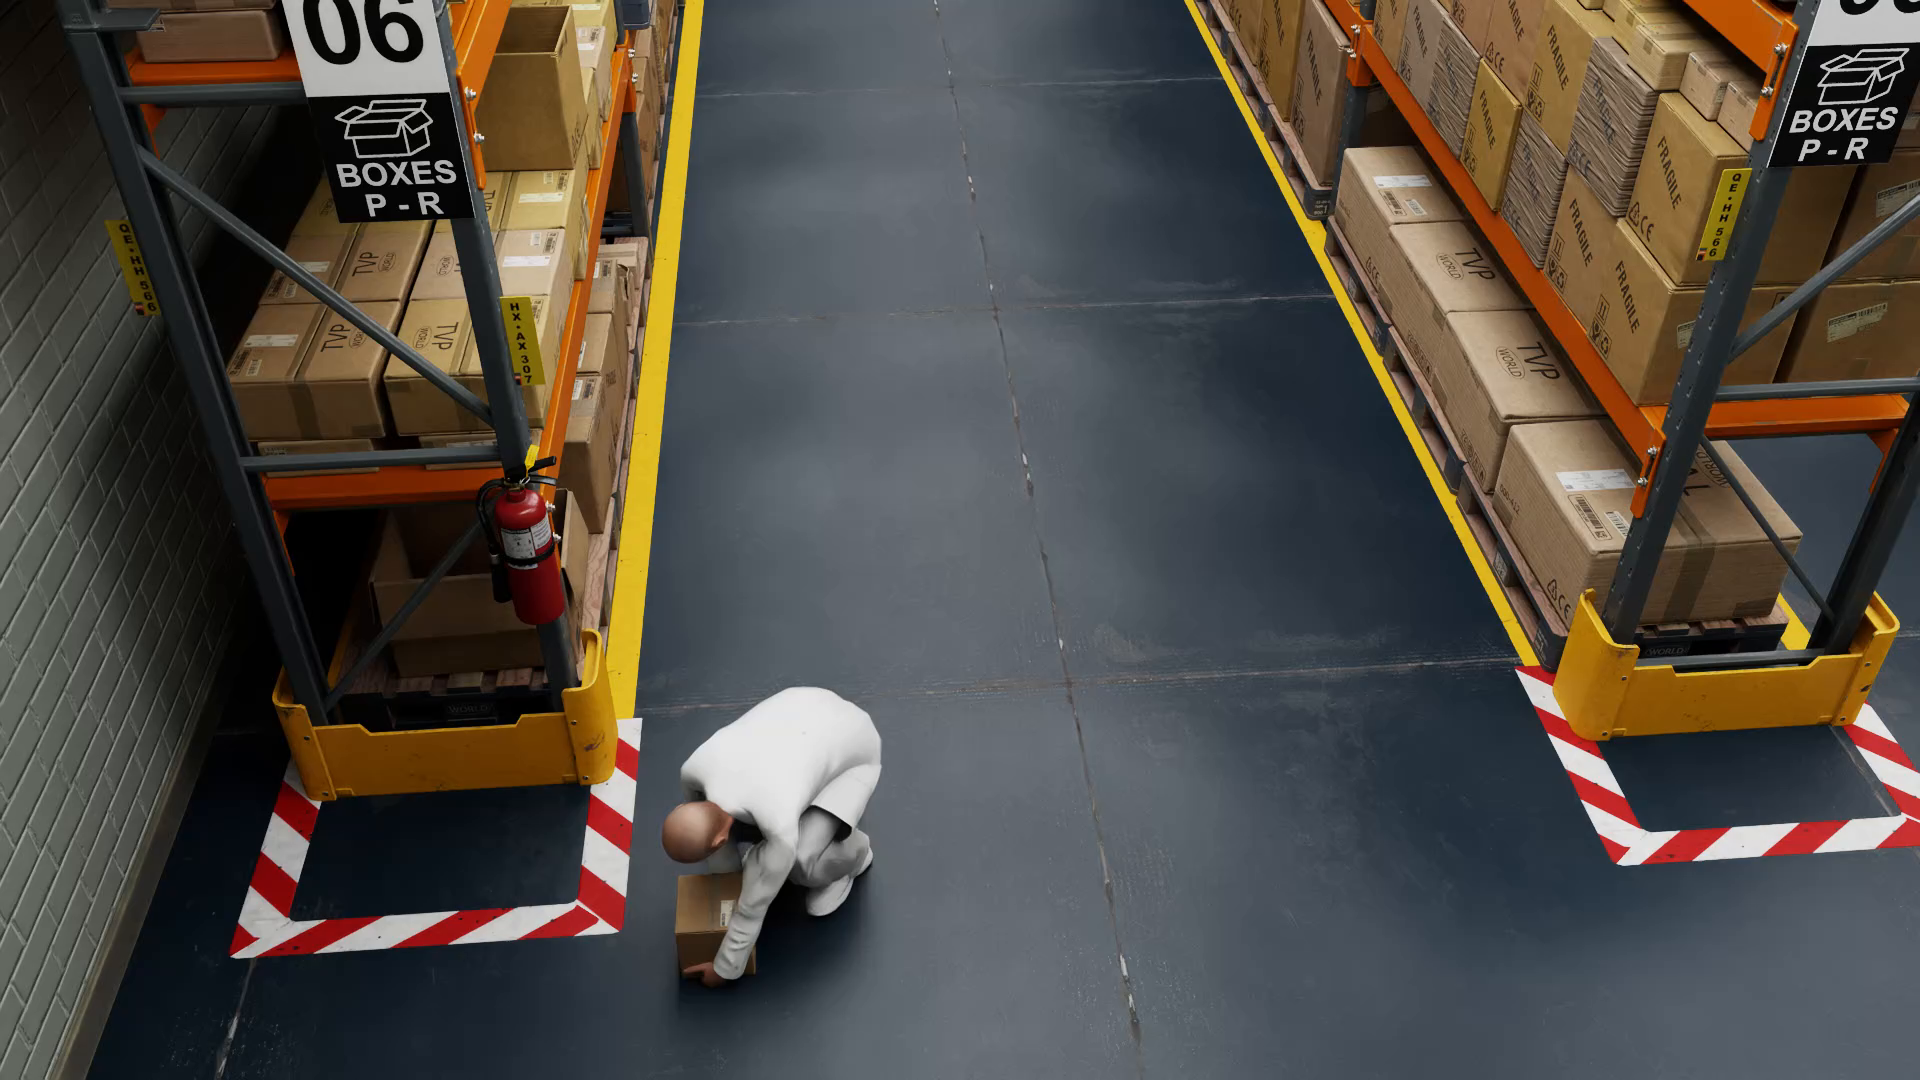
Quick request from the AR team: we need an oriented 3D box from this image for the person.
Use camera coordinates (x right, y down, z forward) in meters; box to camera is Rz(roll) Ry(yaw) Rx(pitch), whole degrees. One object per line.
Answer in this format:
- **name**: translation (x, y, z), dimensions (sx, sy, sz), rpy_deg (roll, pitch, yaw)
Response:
- **person**: translation (-0.651, 0.976, 5.750), dimensions (0.577, 0.811, 0.958), rpy_deg (26, 45, 28)
